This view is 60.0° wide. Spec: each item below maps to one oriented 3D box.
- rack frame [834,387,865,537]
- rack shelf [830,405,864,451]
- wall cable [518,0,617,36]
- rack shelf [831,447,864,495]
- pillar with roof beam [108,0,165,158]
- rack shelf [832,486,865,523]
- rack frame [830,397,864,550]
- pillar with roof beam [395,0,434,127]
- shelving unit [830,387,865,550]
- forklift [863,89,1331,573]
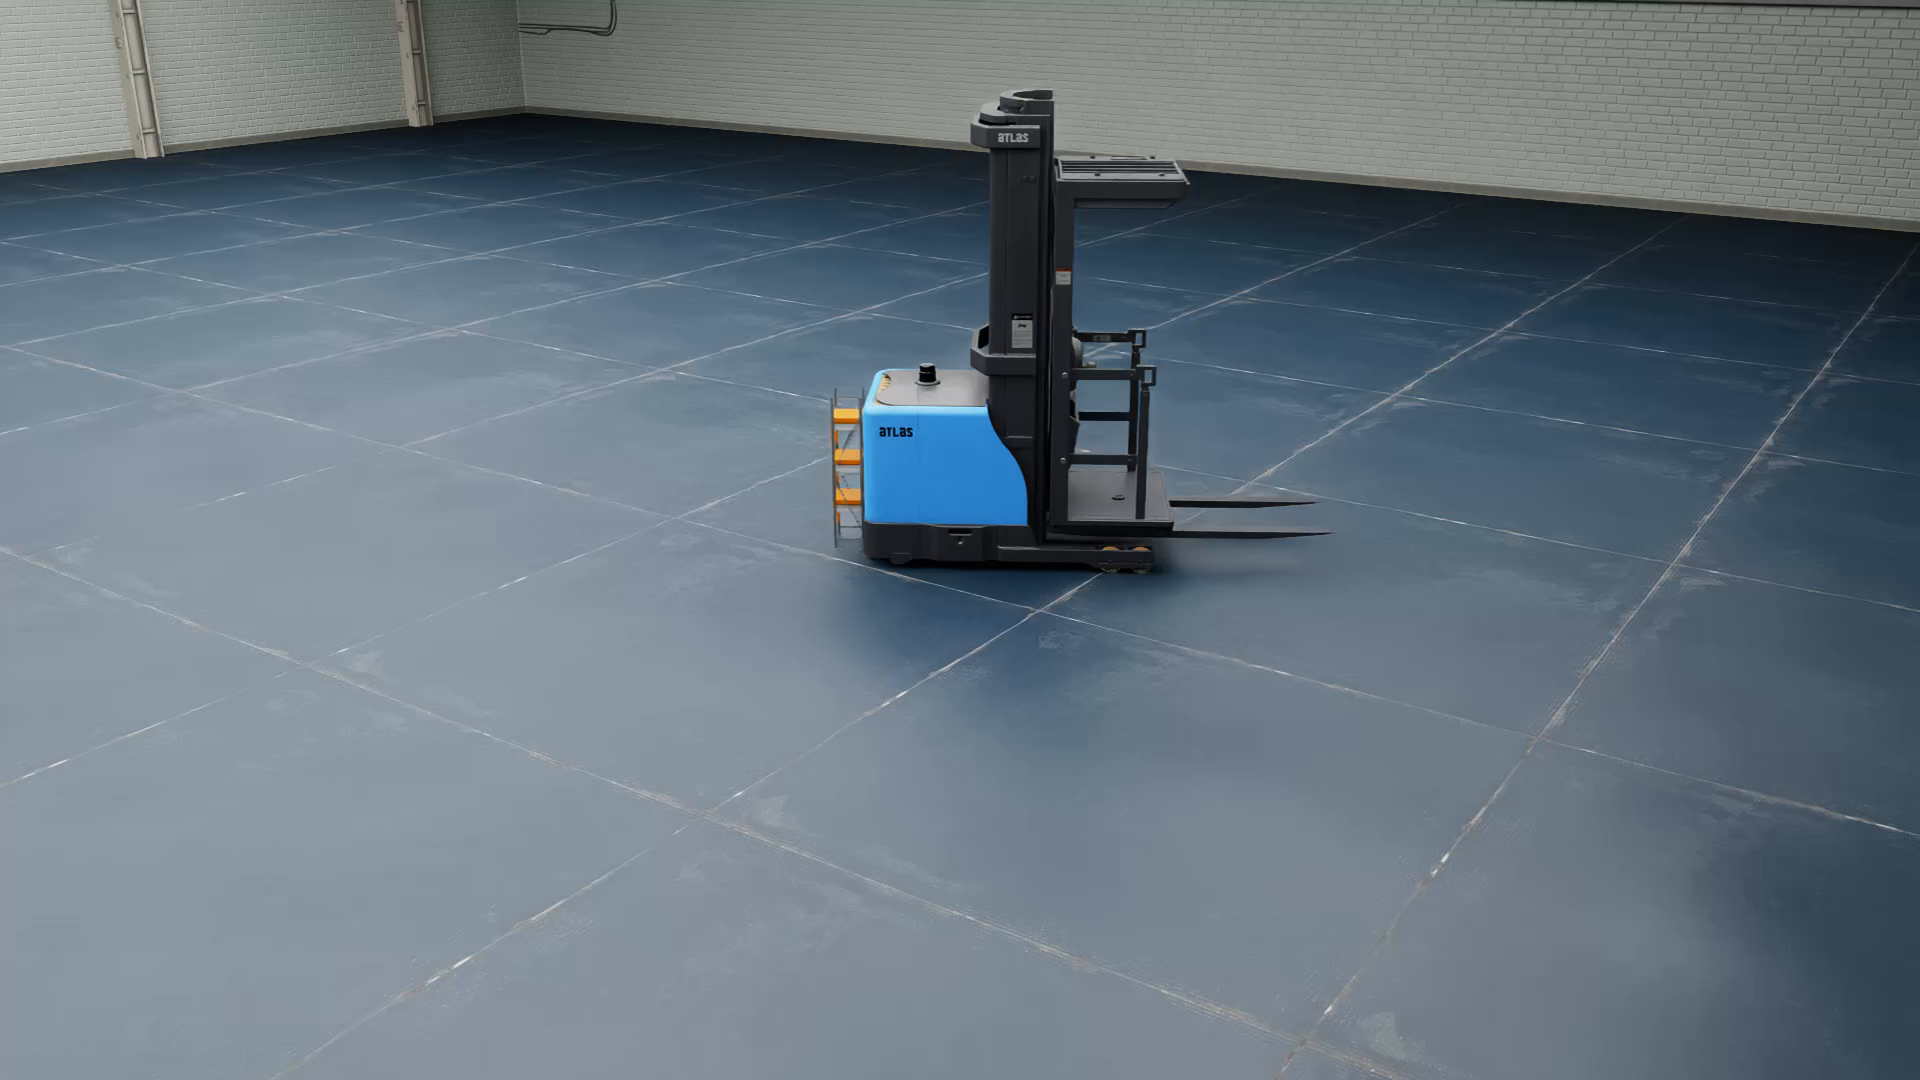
[{"bbox_3d":[-0.730,-0.512,11.136,0.200,1.050,0.008,1,20,1],"label":"rack frame"},{"bbox_3d":[-0.733,-0.726,10.927,0.215,0.259,0.240,1,20,1],"label":"rack shelf"},{"bbox_3d":[-8.448,-11.967,35.121,3.097,2.526,0.112,13,24,32],"label":"wall cable"},{"bbox_3d":[-0.733,-0.460,11.026,0.215,0.259,0.240,1,20,1],"label":"rack shelf"},{"bbox_3d":[-11.010,-10.275,26.071,9.100,9.000,0.400,13,24,32],"label":"pillar with roof beam"},{"bbox_3d":[-0.733,-0.199,11.122,0.215,0.259,0.240,1,20,1],"label":"rack shelf"},{"bbox_3d":[-0.736,-0.428,10.908,0.200,1.050,0.008,1,20,1],"label":"rack frame"},{"bbox_3d":[-7.637,-11.996,30.725,9.100,9.000,0.400,13,24,32],"label":"pillar with roof beam"},{"bbox_3d":[-0.733,-0.470,11.022,0.215,1.050,0.252,1,20,1],"label":"shelving unit"},{"bbox_3d":[0.903,-1.350,10.689,3.031,2.935,1.130,1,20,2],"label":"forklift"}]
